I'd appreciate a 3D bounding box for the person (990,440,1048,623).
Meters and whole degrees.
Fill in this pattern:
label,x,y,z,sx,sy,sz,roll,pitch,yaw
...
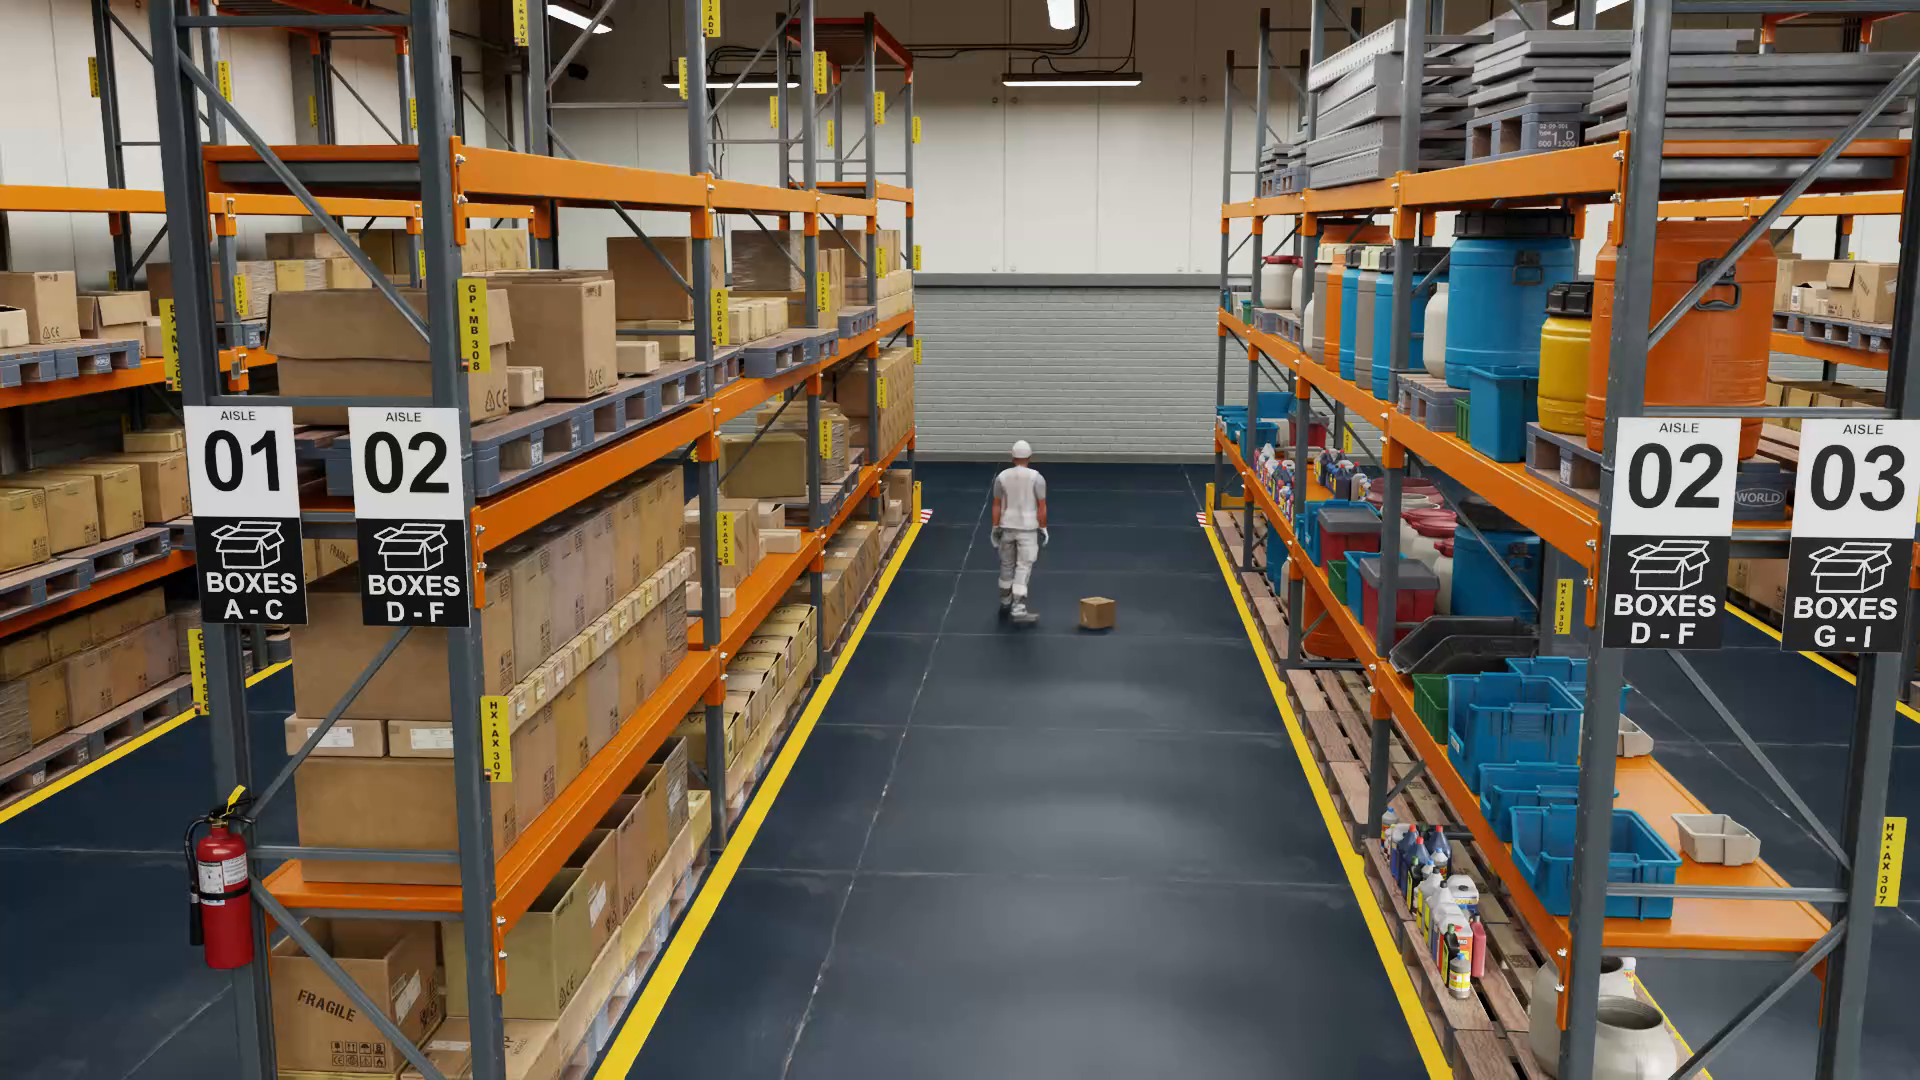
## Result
label,x,y,z,sx,sy,sz,roll,pitch,yaw
person,0.575,-0.113,16.455,0.634,1.753,0.904,4,11,22
